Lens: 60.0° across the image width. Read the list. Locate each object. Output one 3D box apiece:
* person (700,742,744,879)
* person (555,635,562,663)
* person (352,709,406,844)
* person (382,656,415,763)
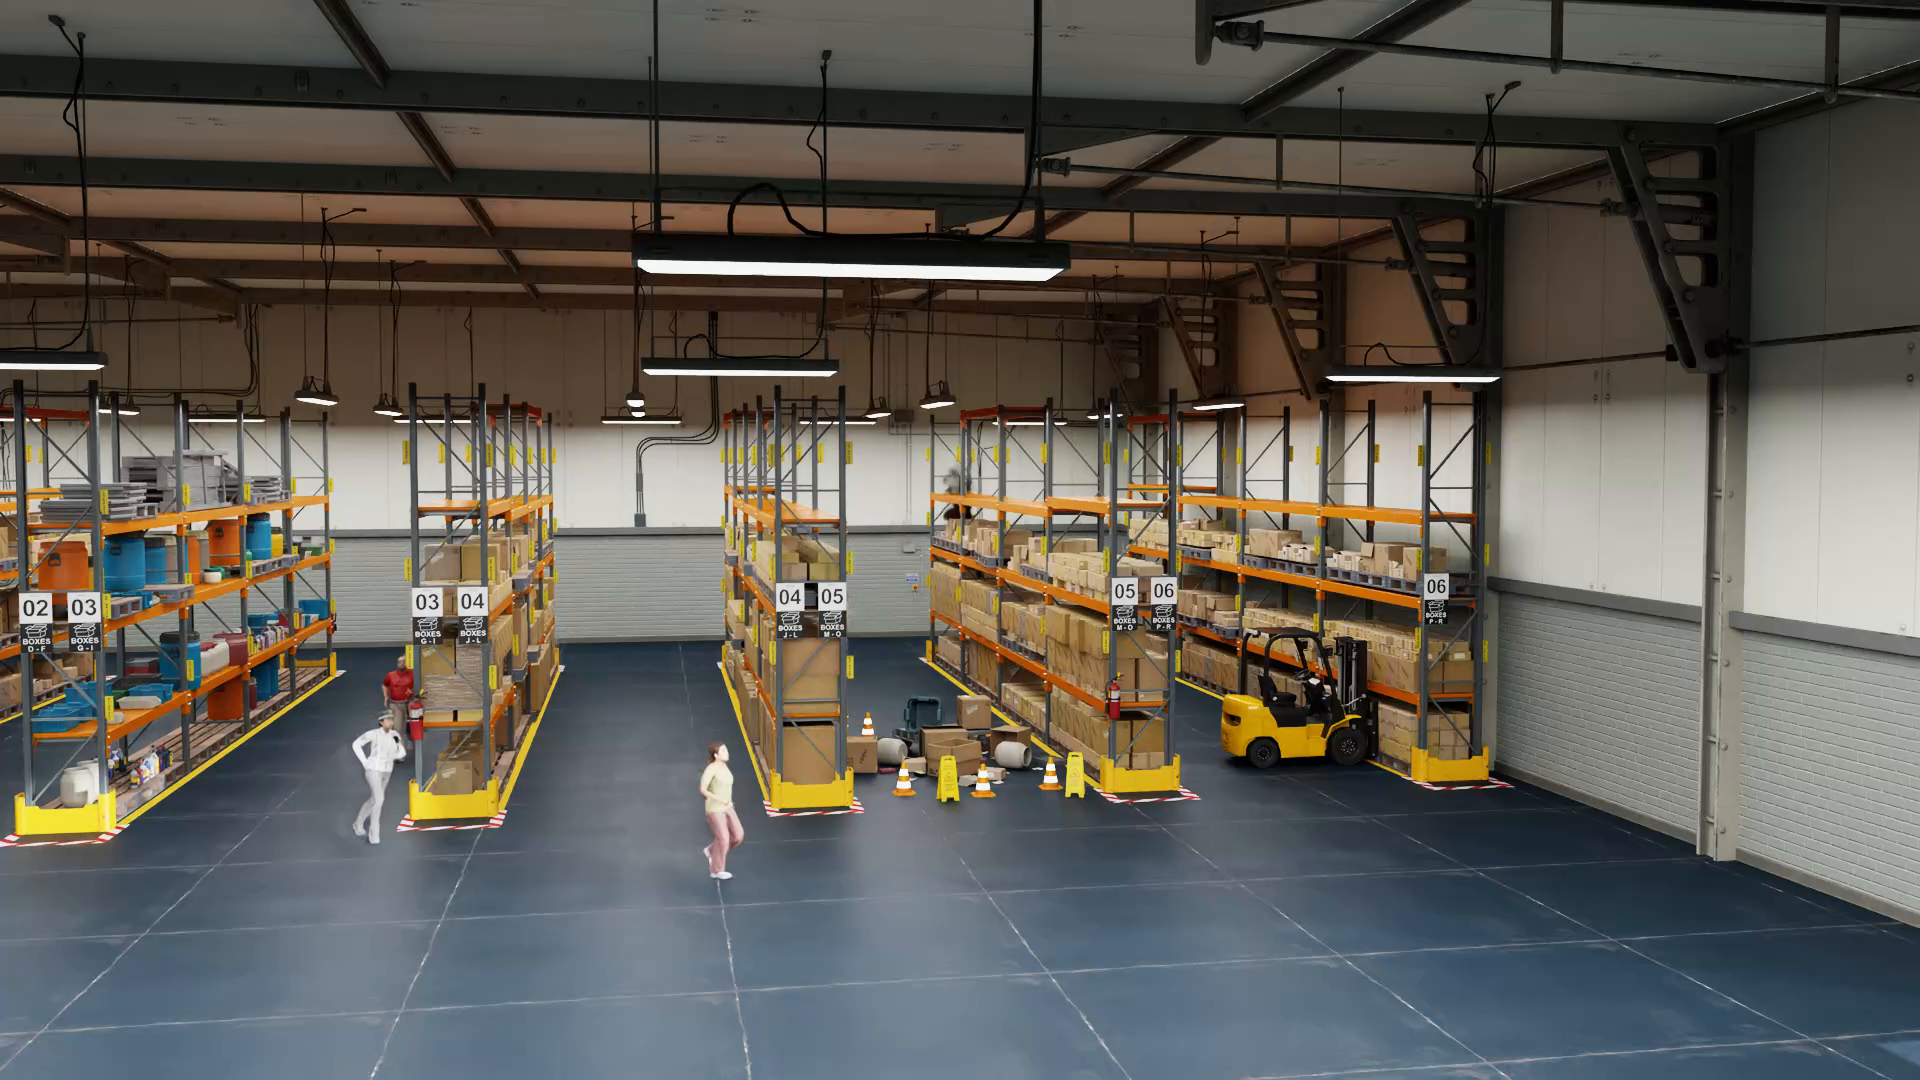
[{"bbox_3d":[-2.849,3.191,19.641,0.526,1.632,0.598,1,3,25],"label":"person"},{"bbox_3d":[-10.036,2.131,40.034,0.804,1.736,0.692,0,3,-7],"label":"person"},{"bbox_3d":[-7.630,3.073,21.821,0.661,1.730,0.633,2,3,33],"label":"person"},{"bbox_3d":[-9.168,2.756,27.343,0.662,1.696,0.844,-1,3,-15],"label":"person"}]
